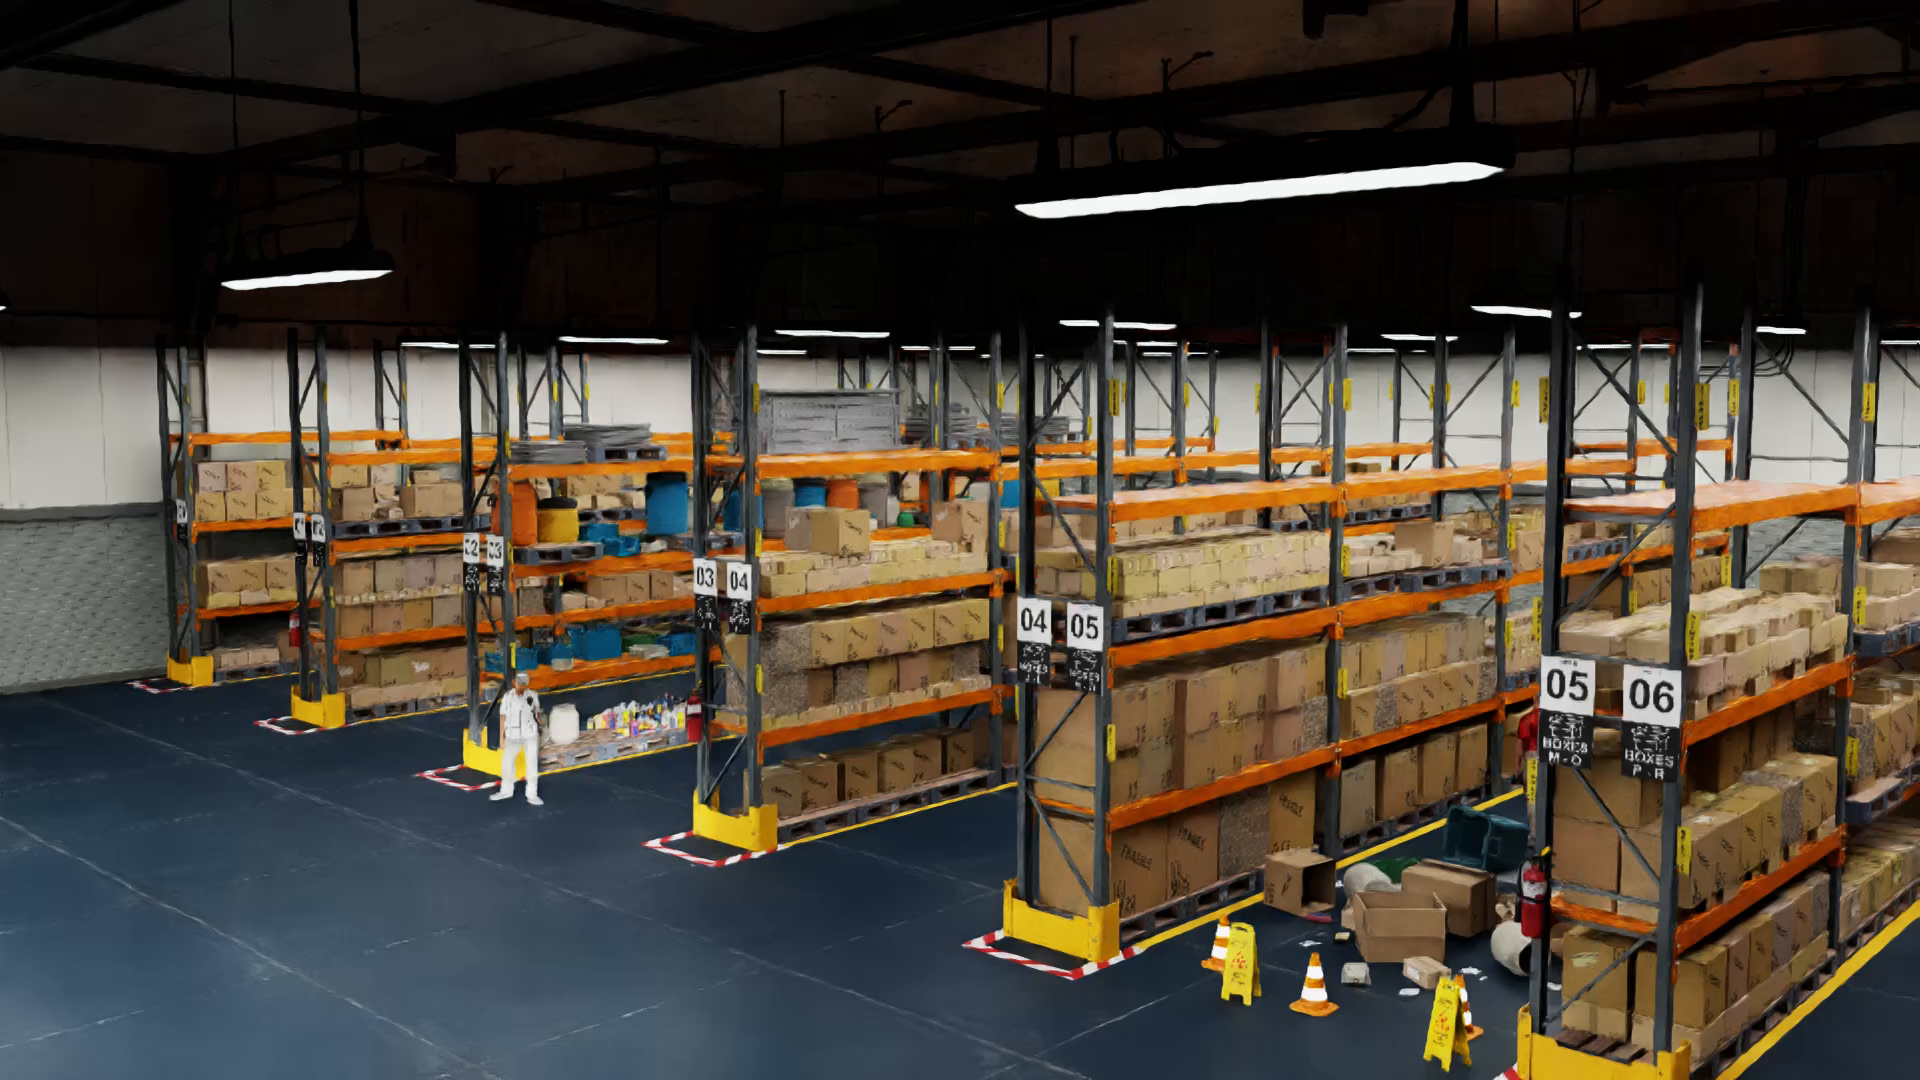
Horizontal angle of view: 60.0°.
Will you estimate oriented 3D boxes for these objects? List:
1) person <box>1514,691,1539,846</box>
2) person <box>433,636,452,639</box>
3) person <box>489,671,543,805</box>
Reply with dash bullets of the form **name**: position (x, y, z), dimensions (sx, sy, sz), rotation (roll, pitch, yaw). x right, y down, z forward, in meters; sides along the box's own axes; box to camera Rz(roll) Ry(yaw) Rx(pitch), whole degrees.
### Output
- **person**: position (6.515, 2.538, 18.721), dimensions (0.654, 1.717, 0.586), rotation (-1, 6, -15)
- **person**: position (-9.339, 1.519, 30.030), dimensions (0.866, 1.658, 0.680), rotation (-5, 7, -41)
- **person**: position (-5.492, 2.424, 20.498), dimensions (0.687, 1.660, 0.486), rotation (-1, 5, -8)
